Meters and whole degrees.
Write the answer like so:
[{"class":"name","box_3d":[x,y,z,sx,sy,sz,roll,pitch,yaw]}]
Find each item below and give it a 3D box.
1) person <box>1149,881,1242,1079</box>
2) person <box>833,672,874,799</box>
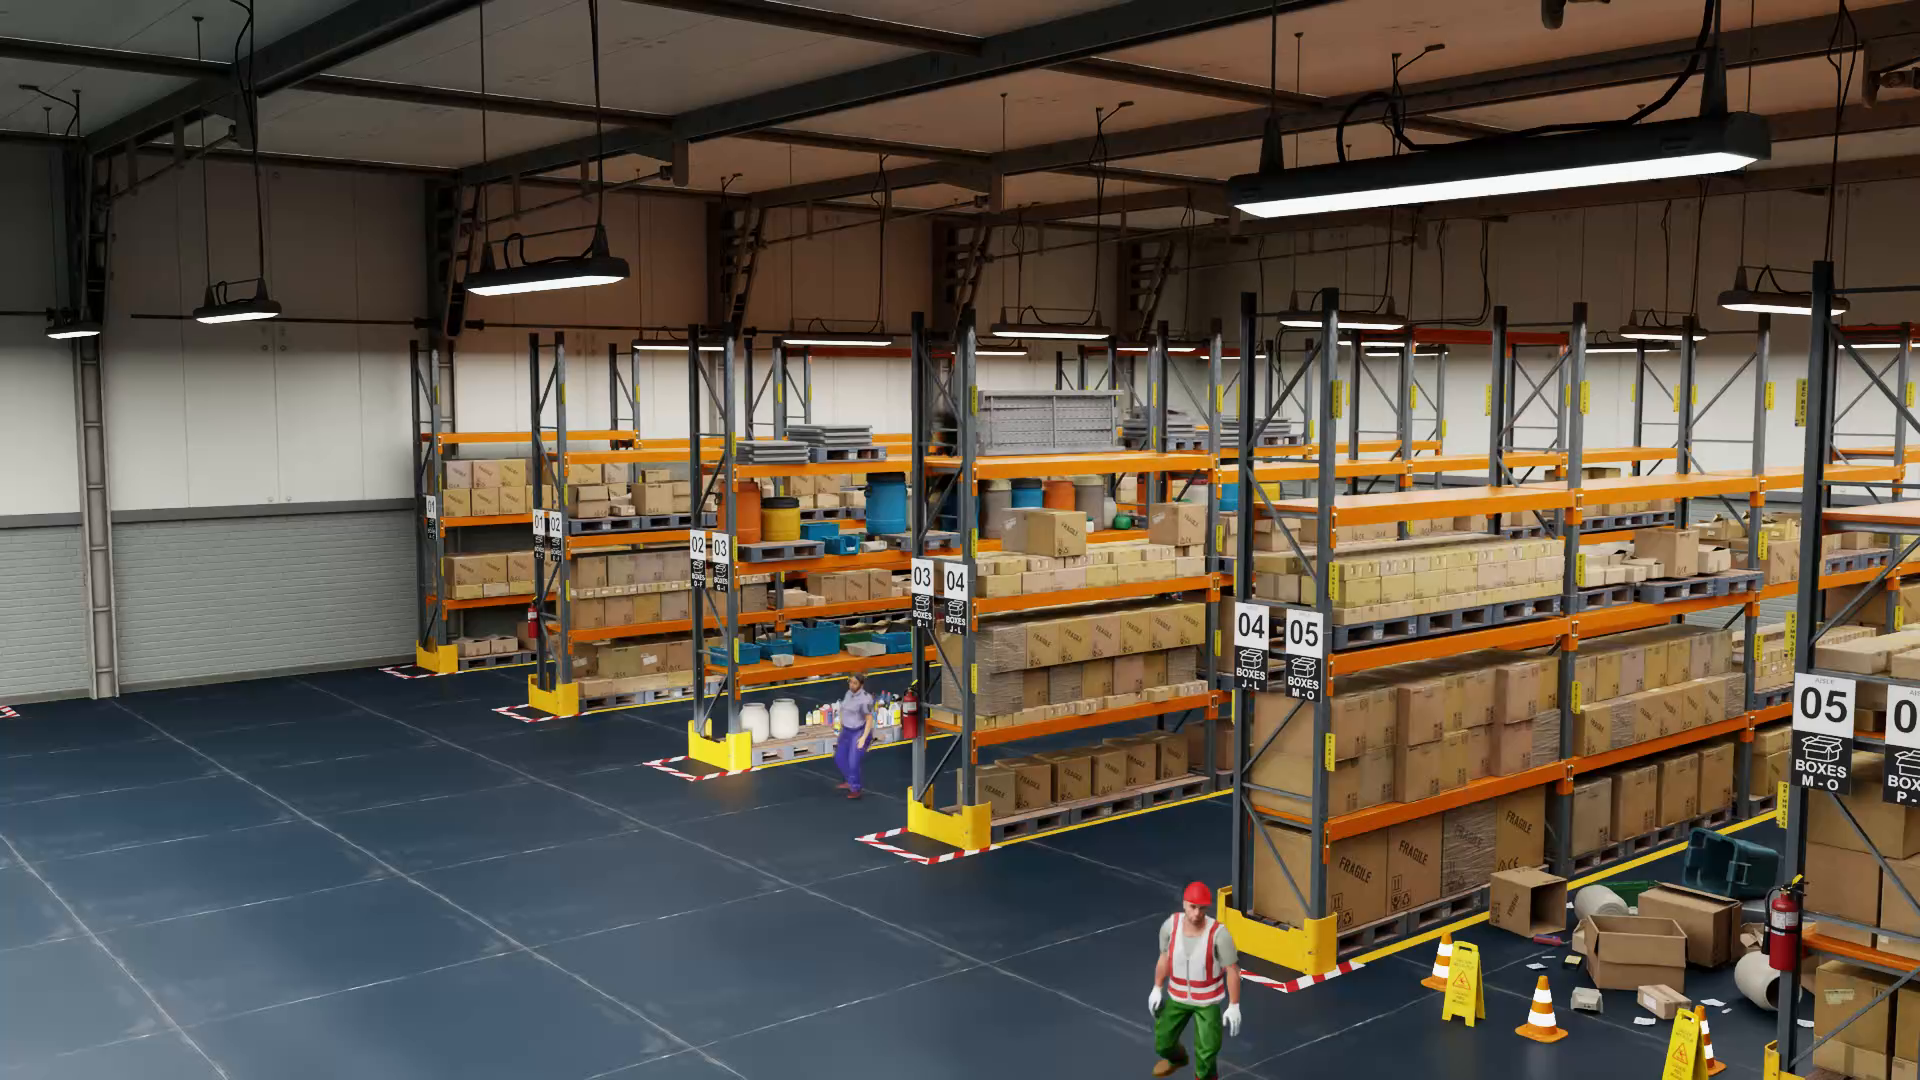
[{"class":"person","box_3d":[1.688,3.214,11.855,0.792,1.712,0.713,2,6,25]},{"class":"person","box_3d":[-1.339,2.432,20.910,0.774,1.600,0.505,5,7,44]}]
